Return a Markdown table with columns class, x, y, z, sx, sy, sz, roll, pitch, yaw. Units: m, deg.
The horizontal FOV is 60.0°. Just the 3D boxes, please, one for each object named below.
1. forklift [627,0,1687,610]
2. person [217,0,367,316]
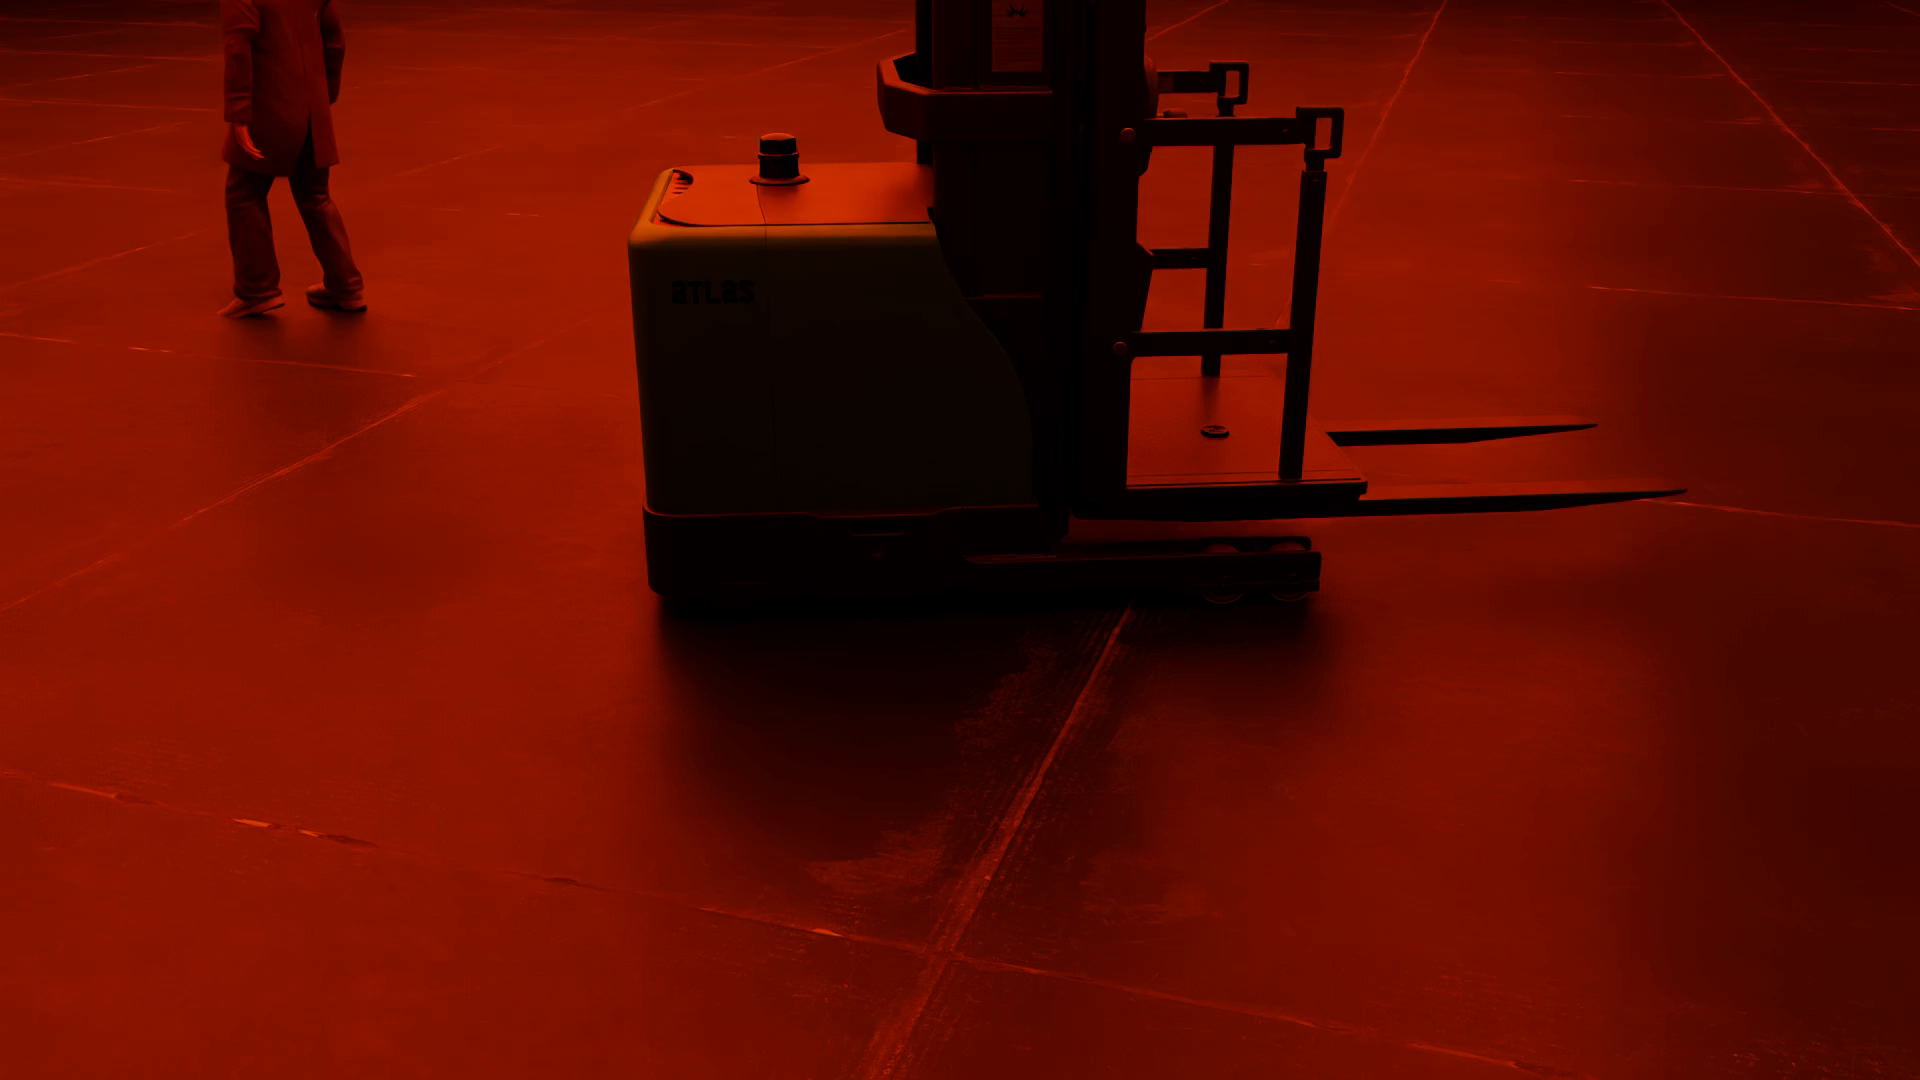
| class | x | y | z | sx | sy | sz | roll | pitch | yaw |
| --- | --- | --- | --- | --- | --- | --- | --- | --- | --- |
| forklift | 0.606 | -1.374 | 4.608 | 3.031 | 2.935 | 1.130 | -2 | 23 | -4 |
| person | -3.065 | -1.879 | 7.435 | 0.593 | 1.821 | 0.682 | 12 | 25 | 26 |
